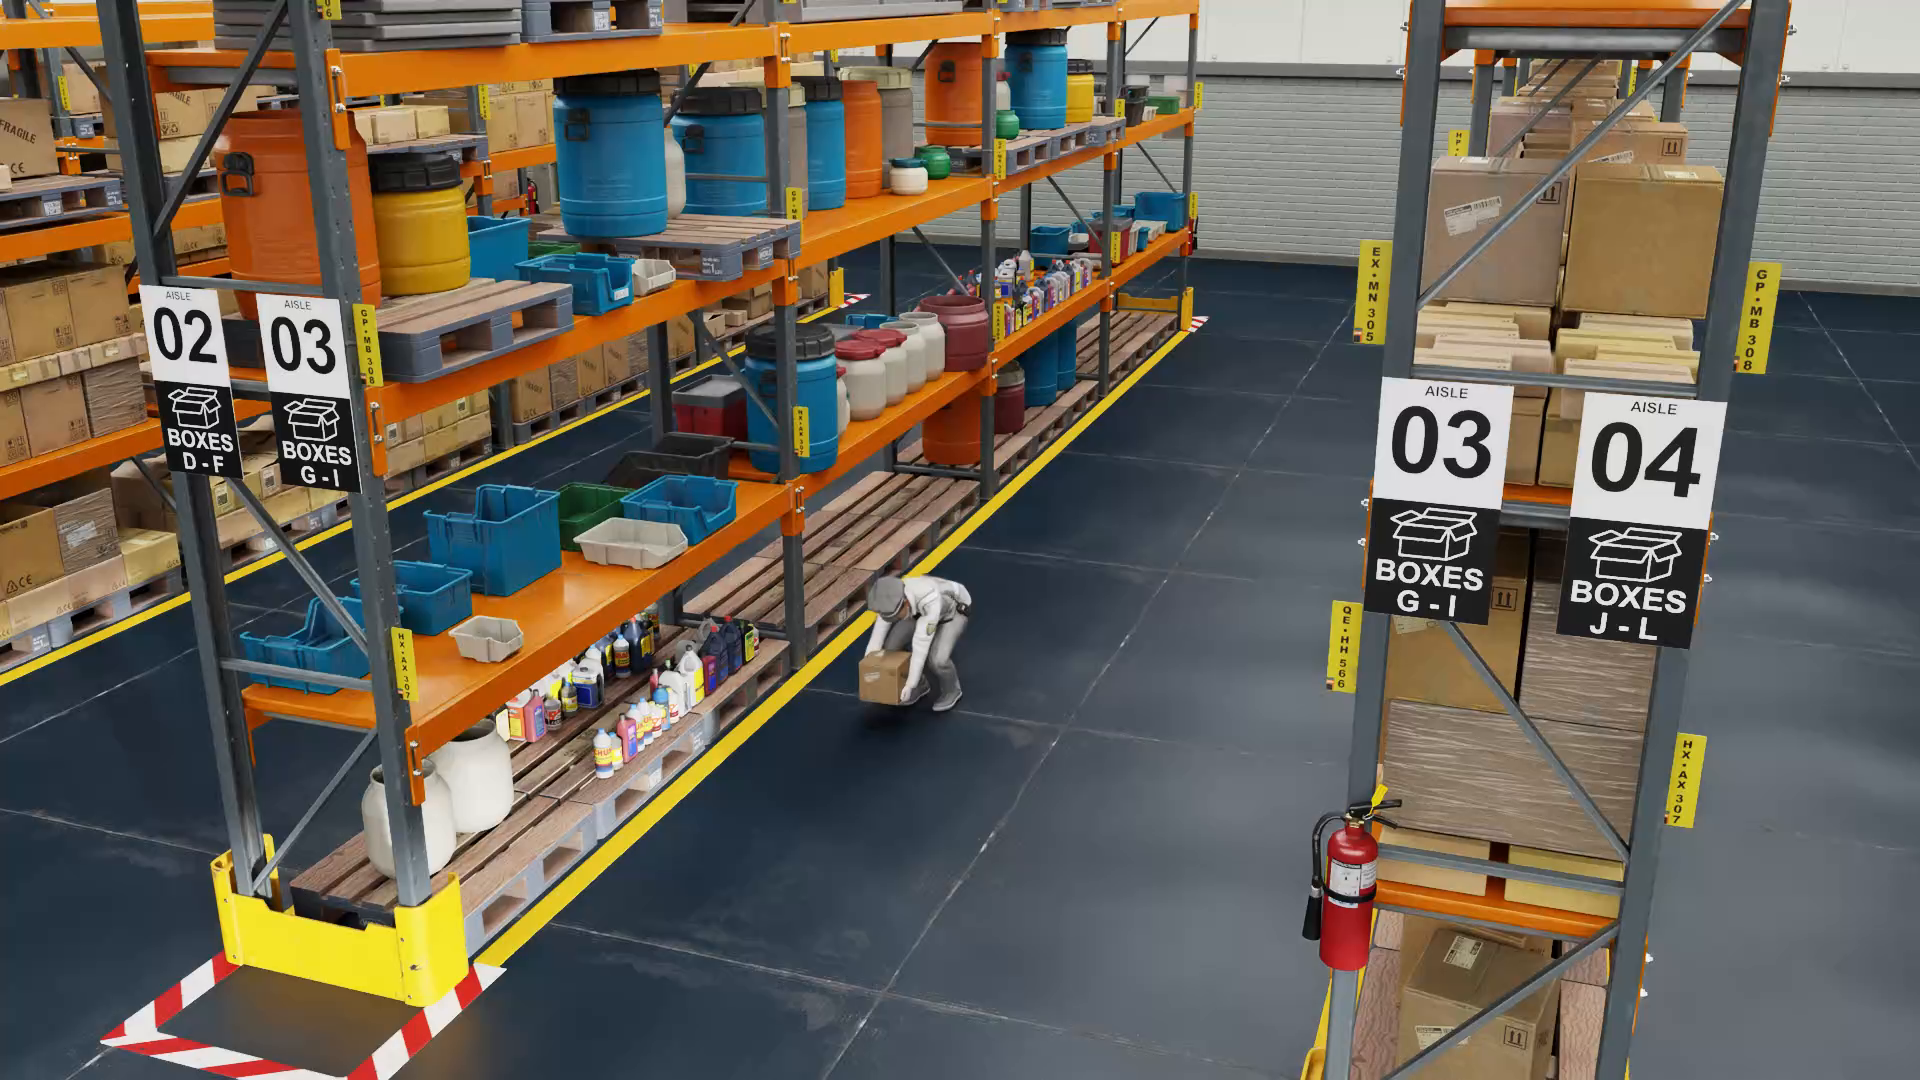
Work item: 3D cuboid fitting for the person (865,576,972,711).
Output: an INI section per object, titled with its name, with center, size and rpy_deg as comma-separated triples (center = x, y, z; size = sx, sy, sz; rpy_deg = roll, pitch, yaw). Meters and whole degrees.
[person]
center = -0.262, 0.607, 10.358
size = 0.459, 0.976, 0.898
rpy_deg = 12, 22, 31
